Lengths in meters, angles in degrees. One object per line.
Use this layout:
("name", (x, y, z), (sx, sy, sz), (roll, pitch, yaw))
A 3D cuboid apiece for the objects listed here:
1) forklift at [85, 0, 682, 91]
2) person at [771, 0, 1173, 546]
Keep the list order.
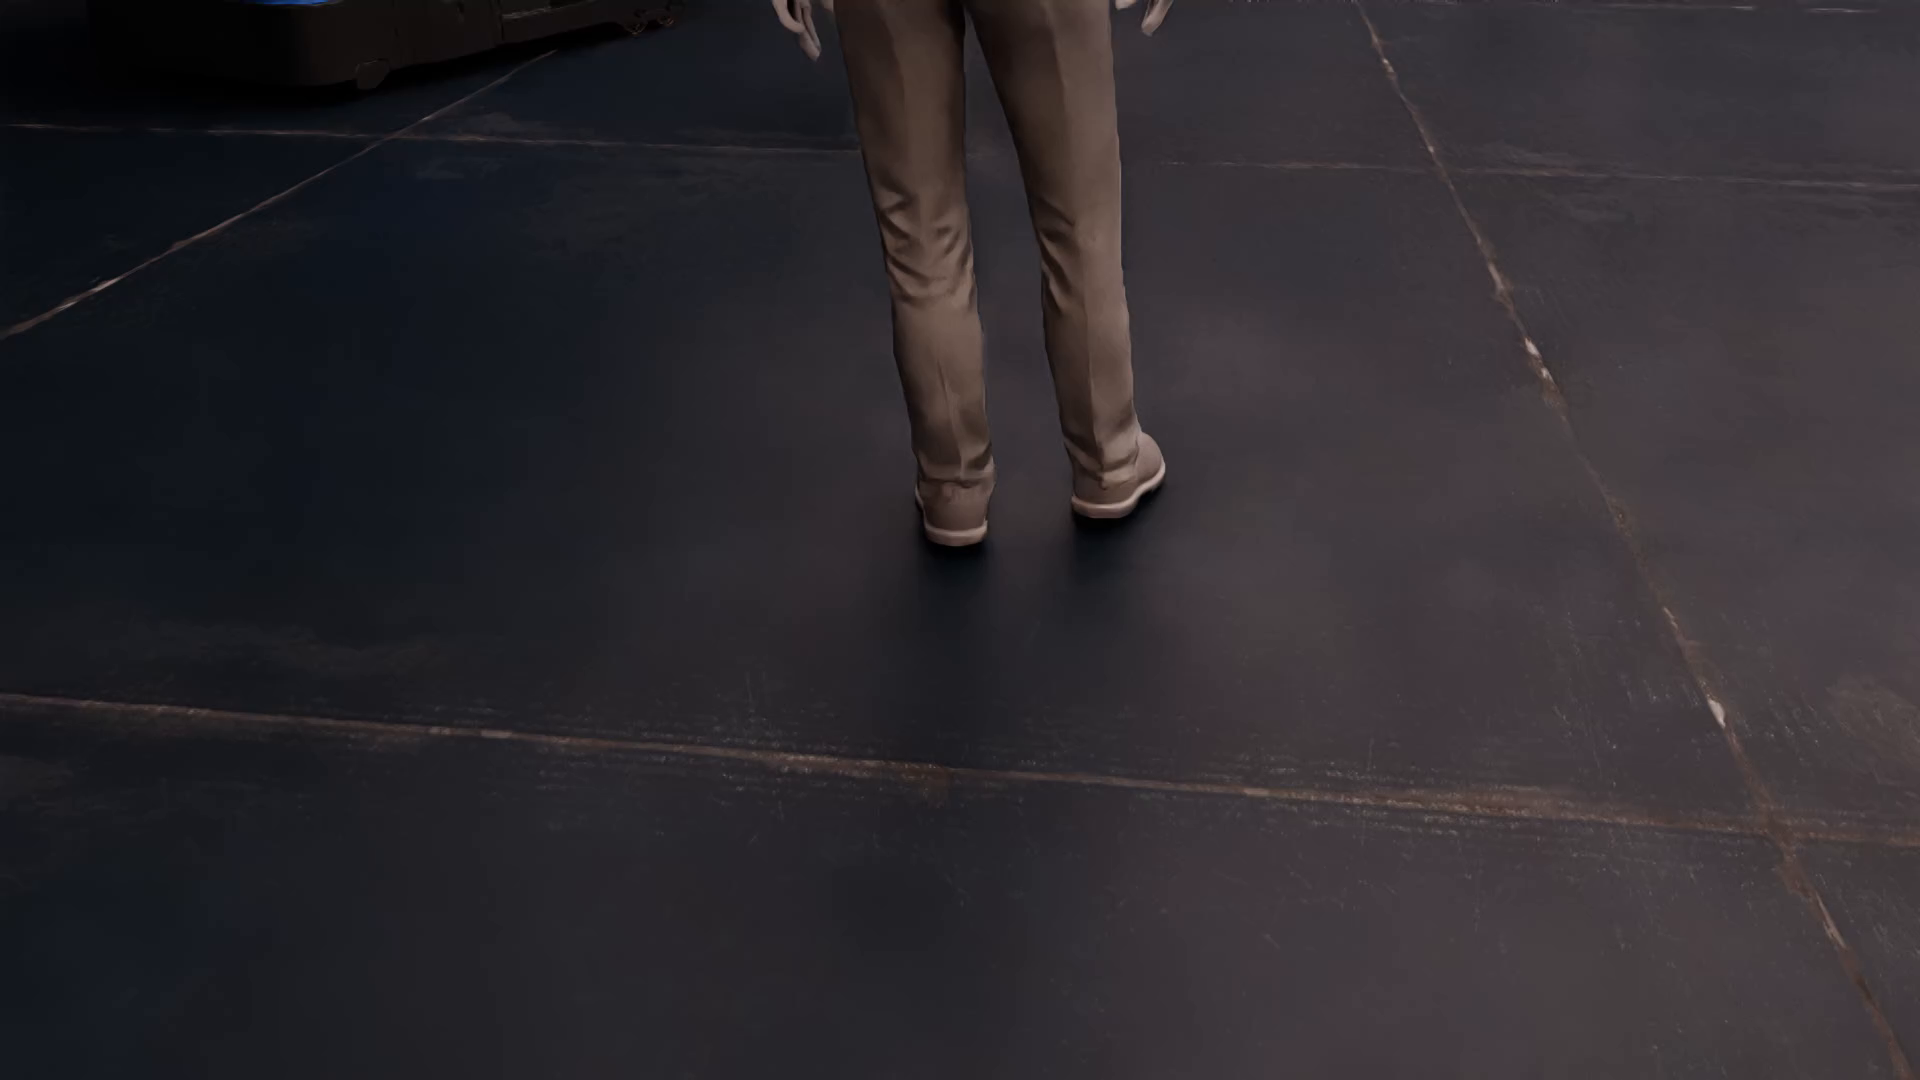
("forklift", (-1.759, -3.343, 5.918), (1.130, 2.935, 3.031), (13, 29, 24))
("person", (0.017, -0.797, 2.186), (0.586, 1.692, 0.514), (3, 27, 7))
